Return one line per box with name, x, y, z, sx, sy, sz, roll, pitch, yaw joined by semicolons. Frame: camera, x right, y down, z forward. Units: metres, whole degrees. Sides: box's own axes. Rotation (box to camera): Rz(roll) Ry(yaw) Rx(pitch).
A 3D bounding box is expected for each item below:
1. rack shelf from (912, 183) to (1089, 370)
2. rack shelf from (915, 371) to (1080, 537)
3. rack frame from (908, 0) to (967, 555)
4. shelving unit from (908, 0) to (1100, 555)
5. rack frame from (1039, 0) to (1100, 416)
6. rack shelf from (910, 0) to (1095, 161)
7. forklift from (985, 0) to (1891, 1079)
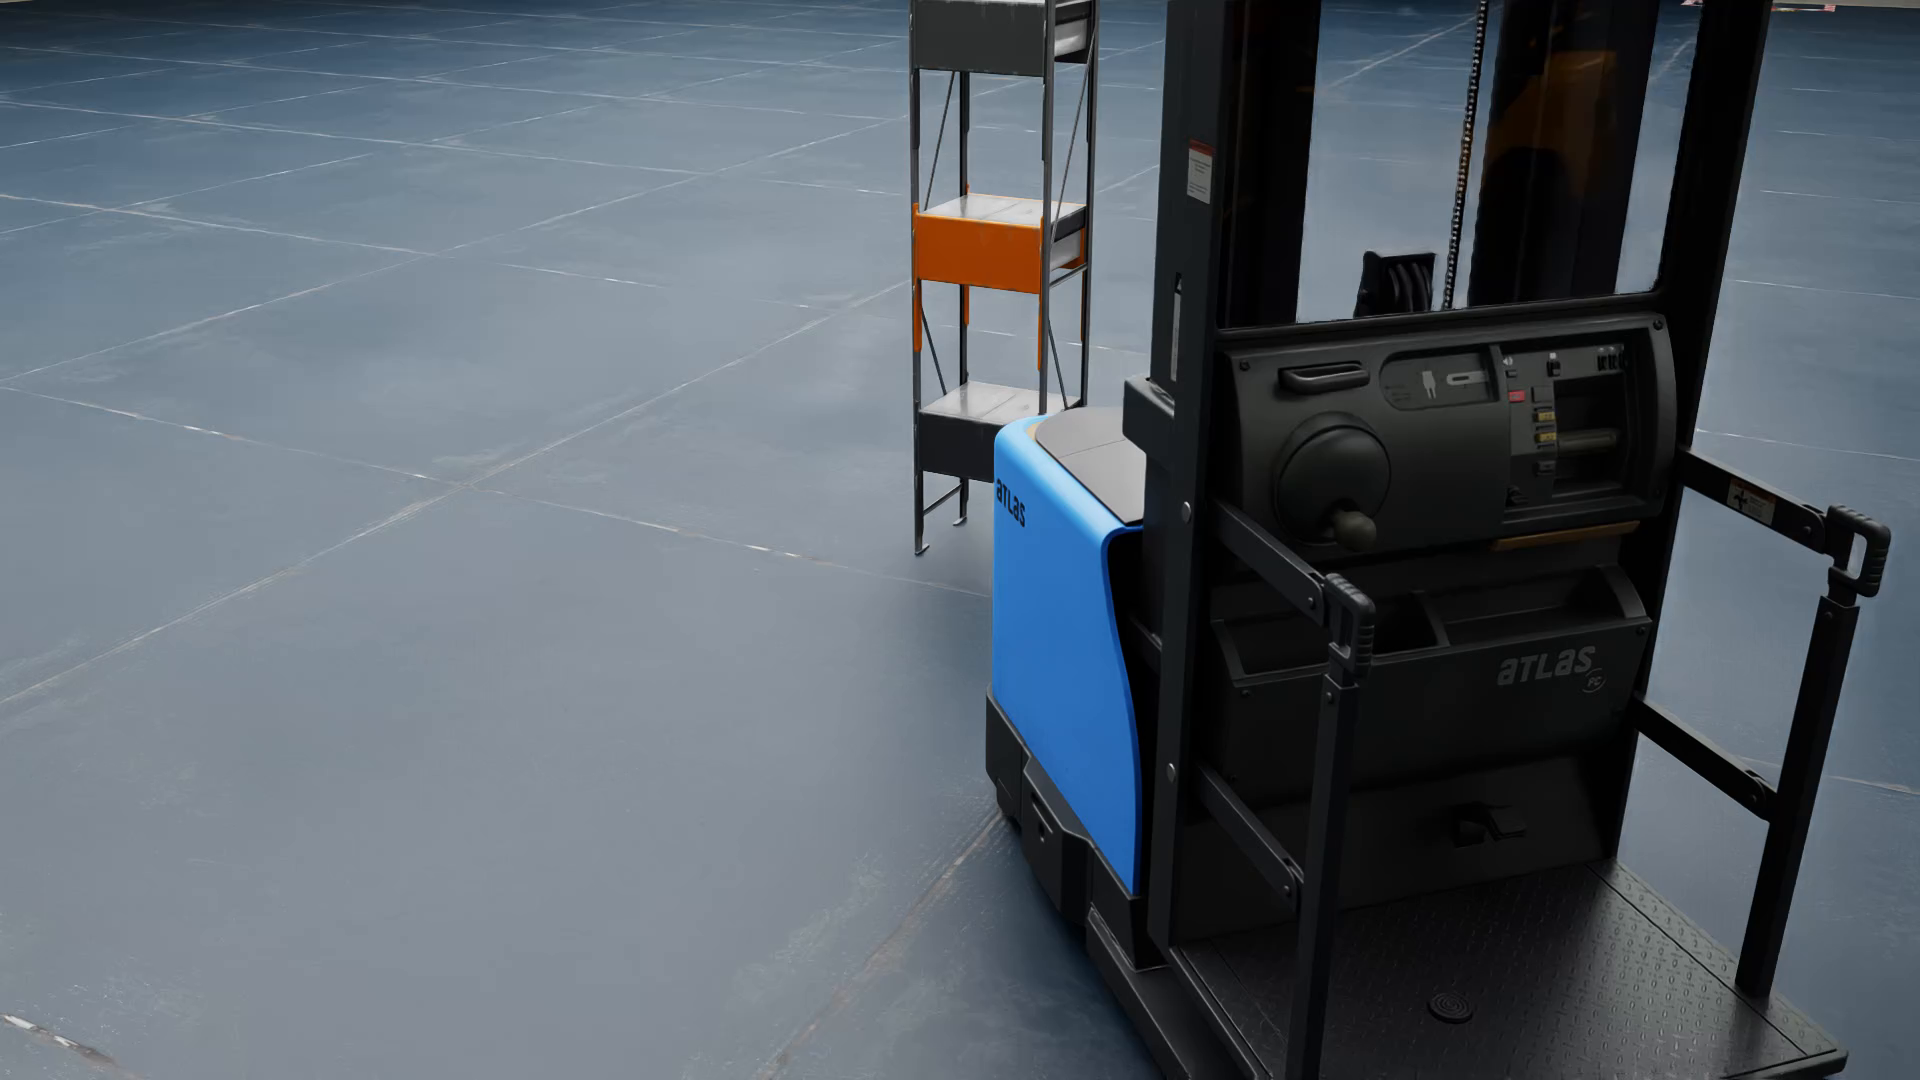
rack shelf;0.148;-0.924;5.776;0.480;0.518;0.431;11;25;25
rack shelf;0.148;-0.280;6.050;0.480;0.518;0.431;11;25;25
rack frame;-0.070;-0.980;5.872;0.015;2.100;0.400;11;25;25
shelving unit;0.148;-0.937;5.770;0.503;2.100;0.431;11;25;25
rack frame;0.365;-0.894;5.669;0.015;2.100;0.400;11;25;25
rack shelf;0.148;-1.569;5.502;0.480;0.518;0.431;11;25;25
forklift;1.000;-0.178;2.922;1.130;2.935;3.031;-7;24;-16
